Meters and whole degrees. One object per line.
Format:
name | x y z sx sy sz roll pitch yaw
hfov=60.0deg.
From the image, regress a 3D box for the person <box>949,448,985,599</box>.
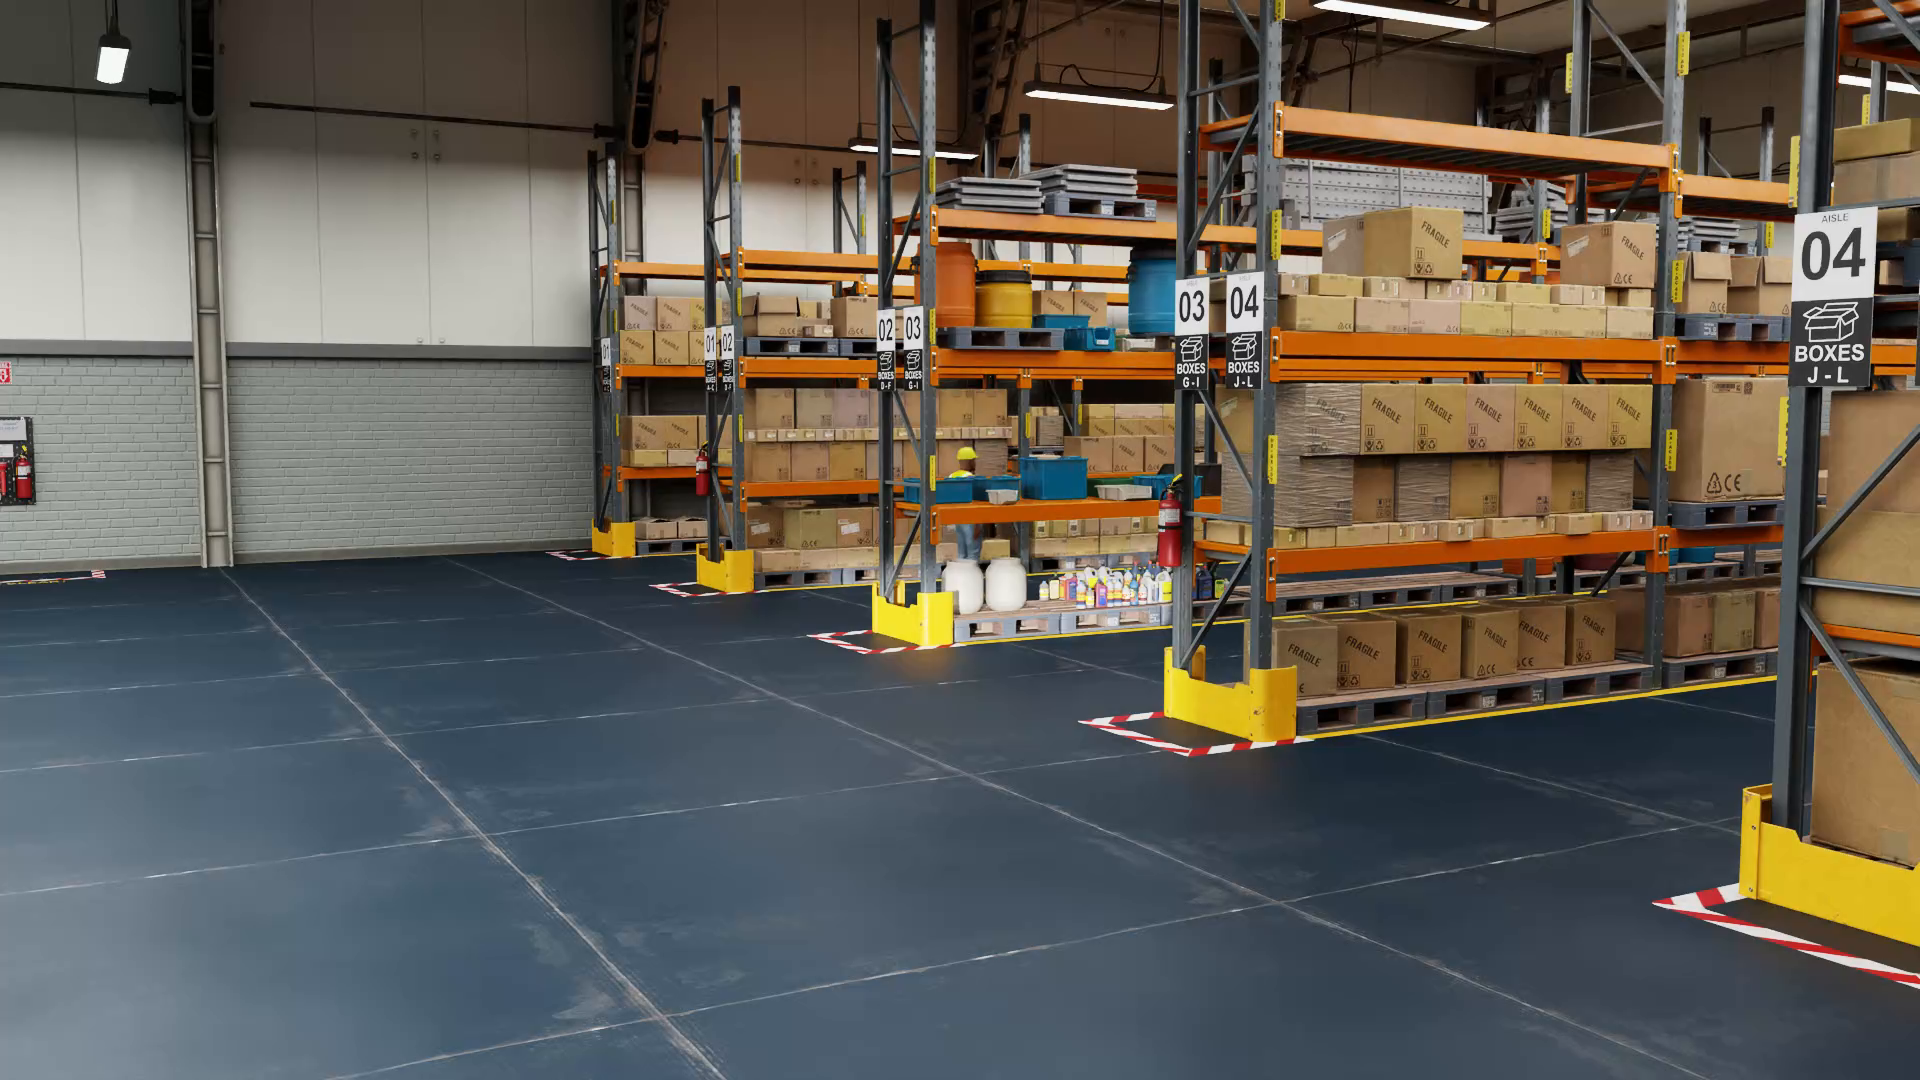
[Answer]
person | 0.092 -0.191 19.327 0.358 1.761 0.562 -3 6 -27
